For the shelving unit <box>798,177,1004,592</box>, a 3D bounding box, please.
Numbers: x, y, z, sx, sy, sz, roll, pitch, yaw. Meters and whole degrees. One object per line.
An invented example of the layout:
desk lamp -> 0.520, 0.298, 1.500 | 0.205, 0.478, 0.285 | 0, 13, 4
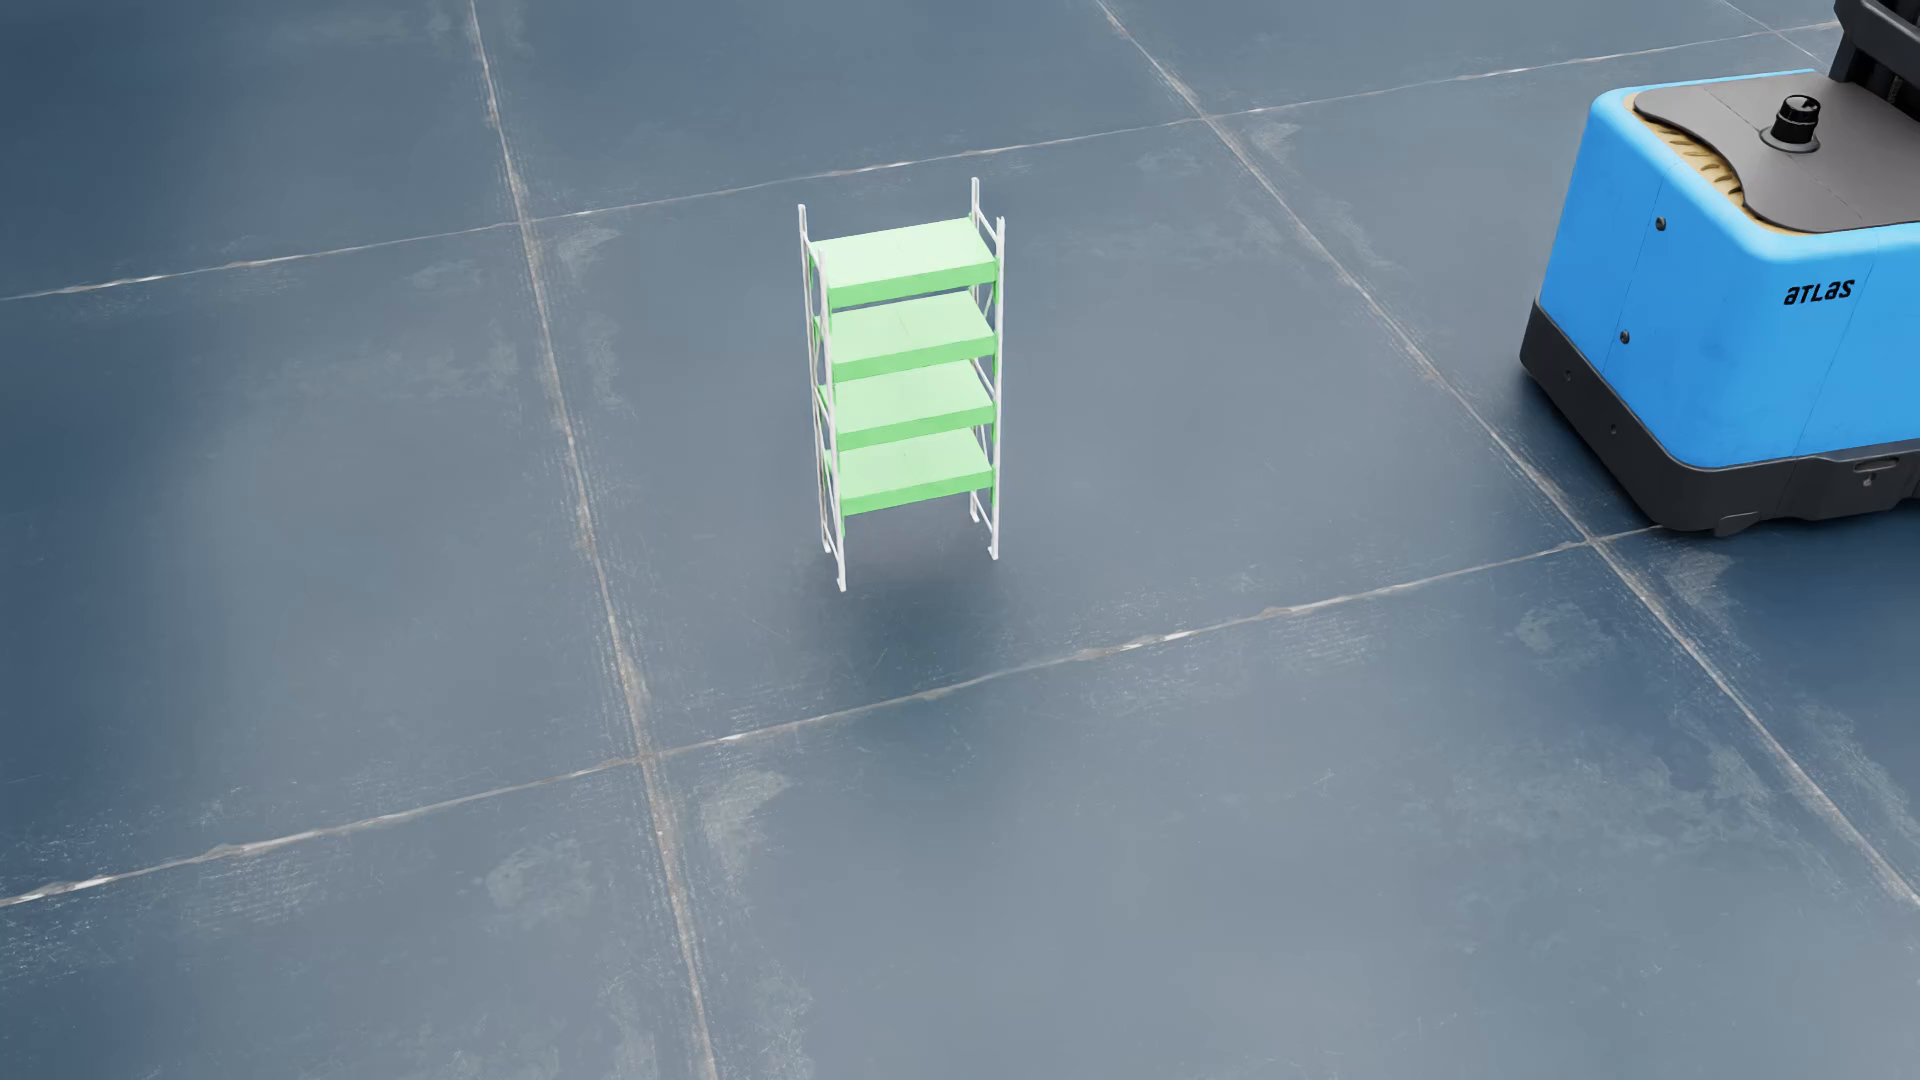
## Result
shelving unit -> -0.158, -0.419, 4.818 | 0.503, 1.200, 0.258 | -12, 42, -13

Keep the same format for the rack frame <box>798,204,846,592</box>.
rack frame -> -0.391, -0.371, 4.763 | 0.015, 1.200, 0.240 | -12, 42, -13

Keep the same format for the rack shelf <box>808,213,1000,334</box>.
rack shelf -> -0.158, -0.733, 4.544 | 0.480, 0.148, 0.258 | -12, 42, -13

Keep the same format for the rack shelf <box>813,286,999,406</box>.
rack shelf -> -0.158, -0.552, 4.702 | 0.480, 0.148, 0.258 | -12, 42, -13

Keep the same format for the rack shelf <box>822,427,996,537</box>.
rack shelf -> -0.158, -0.190, 5.018 | 0.480, 0.148, 0.258 | -12, 42, -13

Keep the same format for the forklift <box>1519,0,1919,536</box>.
forklift -> 3.547, -1.612, 4.867 | 3.031, 2.935, 1.130 | -8, 42, -9

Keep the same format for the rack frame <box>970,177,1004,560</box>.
rack frame -> 0.075, -0.467, 4.873 | 0.015, 1.200, 0.240 | -12, 42, -13

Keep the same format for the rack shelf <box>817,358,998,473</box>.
rack shelf -> -0.158, -0.371, 4.860 | 0.480, 0.148, 0.258 | -12, 42, -13
